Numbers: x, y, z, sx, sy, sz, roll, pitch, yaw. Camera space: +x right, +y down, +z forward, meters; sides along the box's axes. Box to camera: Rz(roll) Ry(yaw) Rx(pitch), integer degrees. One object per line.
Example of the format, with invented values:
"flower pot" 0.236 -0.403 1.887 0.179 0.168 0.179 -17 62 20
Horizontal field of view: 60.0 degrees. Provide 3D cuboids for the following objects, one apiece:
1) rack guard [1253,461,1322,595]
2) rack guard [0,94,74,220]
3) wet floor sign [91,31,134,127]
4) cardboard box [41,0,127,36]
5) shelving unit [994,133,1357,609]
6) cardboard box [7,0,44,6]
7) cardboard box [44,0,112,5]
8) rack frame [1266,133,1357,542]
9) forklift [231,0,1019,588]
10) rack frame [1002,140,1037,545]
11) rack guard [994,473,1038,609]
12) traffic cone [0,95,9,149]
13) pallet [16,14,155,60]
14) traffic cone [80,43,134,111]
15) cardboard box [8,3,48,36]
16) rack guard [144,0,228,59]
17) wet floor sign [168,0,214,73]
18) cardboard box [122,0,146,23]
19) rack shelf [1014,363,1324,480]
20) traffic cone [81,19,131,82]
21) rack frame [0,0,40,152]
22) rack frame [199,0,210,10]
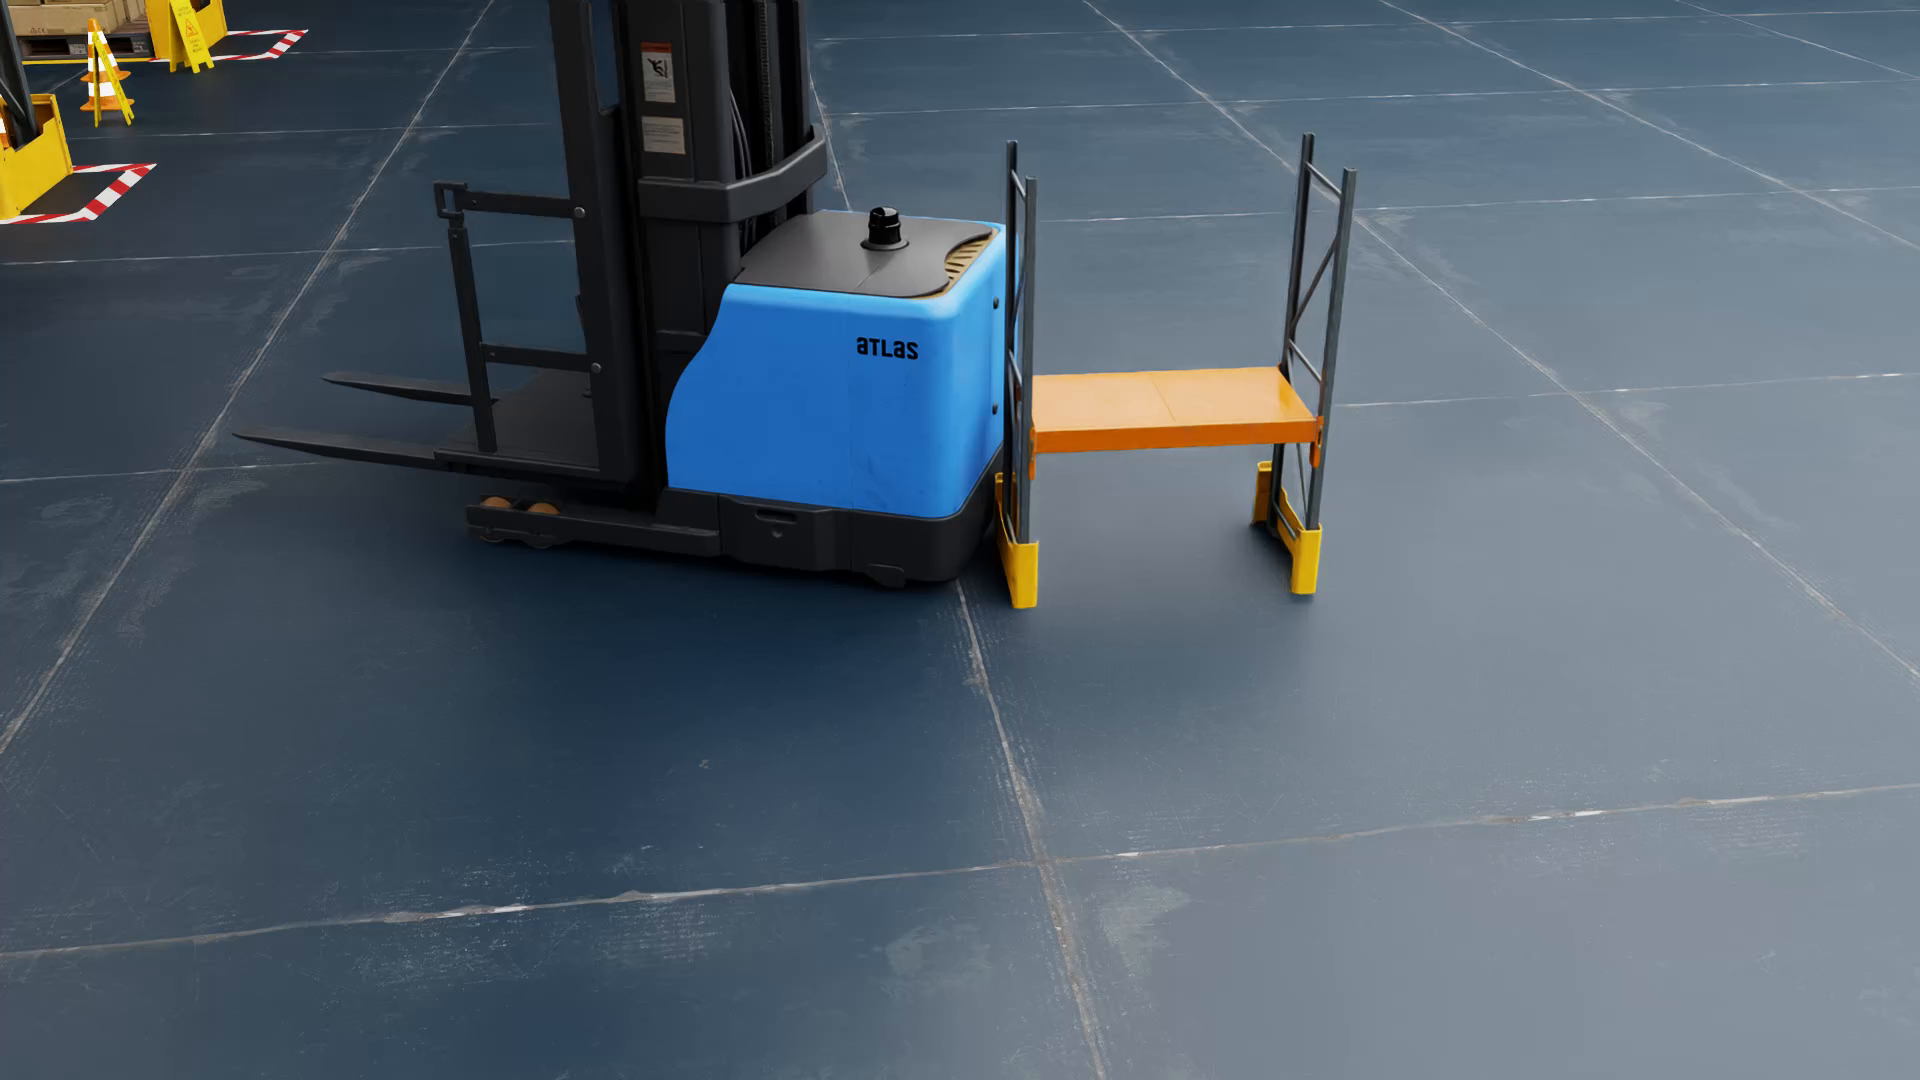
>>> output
"rack guard" 1.190 -0.051 6.076 0.087 0.250 0.587 -3 27 -5
"rack guard" -5.953 -2.404 10.388 0.348 0.500 1.175 -4 27 -7
"wet floor sign" -6.224 -3.364 12.100 0.232 0.644 0.267 -8 28 -16
"cardboard box" -7.554 -4.535 14.354 0.500 0.250 0.500 -4 27 -7
"shelving unit" 0.695 -0.584 5.746 1.083 1.500 0.587 -3 27 -5
"cardboard box" -8.040 -4.840 14.127 0.500 0.500 0.500 -3 27 -5
"cardboard box" -7.524 -4.874 14.194 0.500 0.500 0.500 -4 27 -7
"rack frame" 1.210 -0.608 5.793 0.032 1.500 0.500 -3 27 -5
"forklift" -1.342 -1.495 5.953 3.031 2.935 1.130 7 28 13
"rack frame" 0.198 -0.561 5.701 0.032 1.500 0.500 -3 27 -5
"rack guard" 0.199 -0.005 5.986 0.087 0.250 0.587 -3 27 -5
"traffic cone" -6.701 -2.994 11.579 0.334 0.463 0.336 -4 27 -7
"pallet" -7.652 -4.465 14.720 1.213 0.211 1.003 -4 27 -7
"traffic cone" -6.522 -3.527 12.616 0.334 0.463 0.336 -4 27 -7
"cardboard box" -8.044 -4.507 14.300 0.500 0.250 0.500 -4 27 -7
"rack guard" -6.842 -4.629 14.724 0.348 0.500 1.175 -4 27 -7
"wet floor sign" -6.430 -4.227 13.781 0.232 0.644 0.267 6 28 11
"cardboard box" -7.604 -4.783 14.838 0.500 0.250 0.500 -4 27 -8
"rack shelf" 0.704 -0.425 5.829 1.000 0.185 0.538 -3 27 -5
"traffic cone" -7.013 -4.007 13.552 0.334 0.463 0.336 -4 27 -7
"rack frame" -5.977 -3.515 9.814 0.127 3.000 1.000 -4 27 -7
"rack frame" -6.767 -5.746 14.163 0.127 3.000 1.000 -4 27 -7
